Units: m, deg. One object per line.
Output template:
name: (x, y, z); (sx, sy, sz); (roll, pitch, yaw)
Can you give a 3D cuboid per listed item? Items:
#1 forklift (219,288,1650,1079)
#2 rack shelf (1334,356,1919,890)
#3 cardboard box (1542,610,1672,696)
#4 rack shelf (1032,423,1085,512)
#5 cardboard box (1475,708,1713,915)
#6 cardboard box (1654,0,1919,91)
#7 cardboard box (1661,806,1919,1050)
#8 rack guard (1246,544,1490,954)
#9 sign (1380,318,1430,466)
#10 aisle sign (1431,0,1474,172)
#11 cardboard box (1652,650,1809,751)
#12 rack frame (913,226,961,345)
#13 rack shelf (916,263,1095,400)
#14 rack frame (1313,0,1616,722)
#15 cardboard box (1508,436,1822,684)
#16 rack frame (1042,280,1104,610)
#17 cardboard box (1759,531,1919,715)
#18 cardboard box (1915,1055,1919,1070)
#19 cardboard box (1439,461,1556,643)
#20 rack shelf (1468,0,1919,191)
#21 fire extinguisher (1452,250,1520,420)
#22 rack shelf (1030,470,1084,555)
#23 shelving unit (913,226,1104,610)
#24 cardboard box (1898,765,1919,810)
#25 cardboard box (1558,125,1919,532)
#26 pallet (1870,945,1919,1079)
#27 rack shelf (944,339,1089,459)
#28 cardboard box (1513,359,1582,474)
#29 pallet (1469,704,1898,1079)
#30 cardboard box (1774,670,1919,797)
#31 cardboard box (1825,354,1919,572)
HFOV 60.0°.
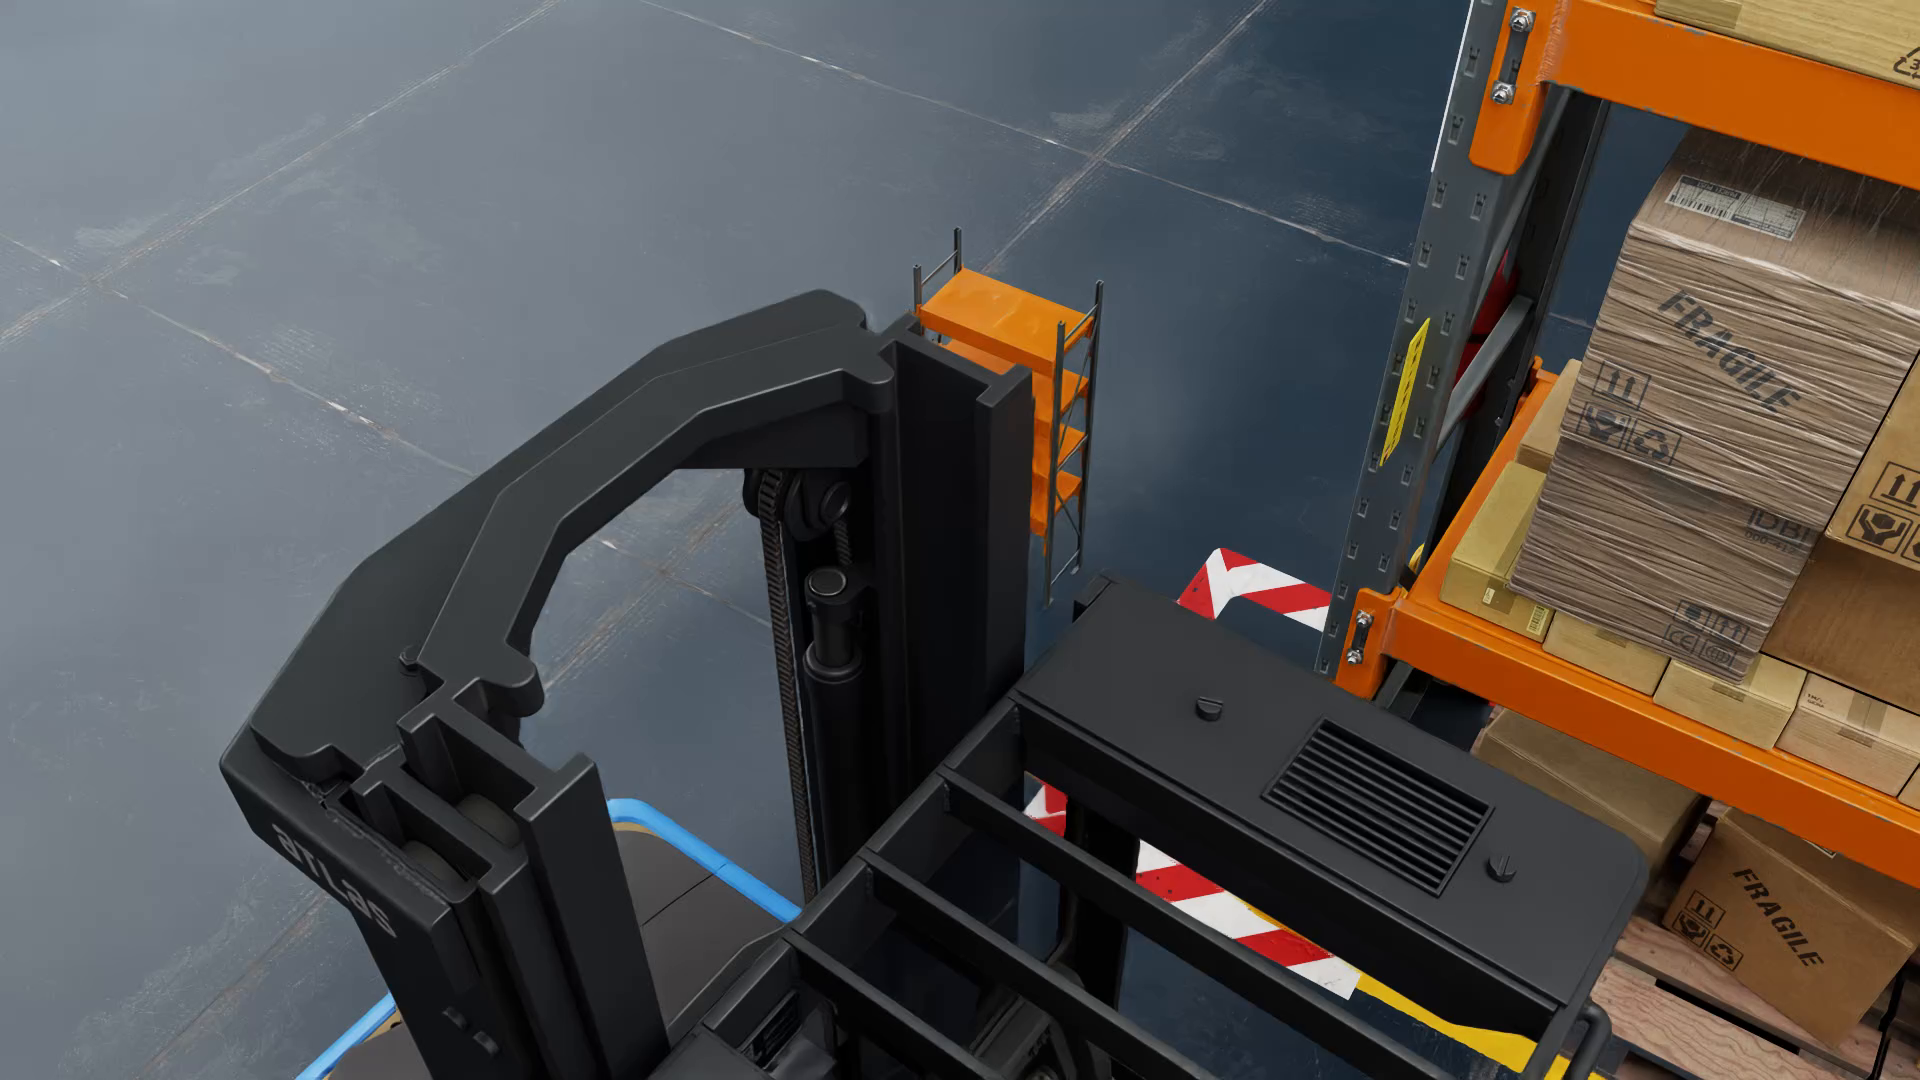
forklift: (0.121, 1.191, 2.549); (3.031, 2.935, 1.130); (28, 52, 25)
rack shelf: (2.870, 0.705, 3.475); (4.000, 0.370, 1.077); (25, 51, 22)
cardboard box: (1.498, 0.130, 3.707); (0.250, 0.149, 0.380); (25, 51, 22)
rack shelf: (0.139, -0.307, 5.306); (0.480, 0.148, 0.258); (25, 51, 22)
cardboard box: (1.703, 0.656, 4.471); (0.500, 0.500, 0.500); (34, 55, 29)
cardboard box: (1.452, -0.971, 2.615); (0.500, 0.250, 0.500); (26, 51, 23)
cardboard box: (2.225, 0.867, 4.266); (0.500, 0.500, 0.500); (-33, 54, -28)
rack guard: (1.250, 0.580, 4.838); (0.348, 0.500, 1.175); (25, 51, 22)
sign: (0.894, -0.294, 3.341); (0.005, 0.325, 0.100); (25, 51, 22)
aisle sign: (0.972, -1.069, 2.885); (0.004, 0.787, 0.394); (25, 51, 22)
cardboard box: (1.700, 0.236, 3.604); (0.250, 0.149, 0.380); (25, 51, 22)
rack frame: (-0.066, -0.449, 5.349); (0.015, 1.200, 0.240); (25, 51, 22)
rack shelf: (0.139, -0.628, 4.976); (0.480, 0.148, 0.258); (25, 51, 22)
rack frame: (1.186, -0.320, 3.970); (0.127, 3.000, 1.000); (25, 51, 22)
cardboard box: (1.635, -0.229, 3.604); (0.500, 0.500, 0.875); (25, 51, 22)
rack frame: (0.345, -0.260, 5.166); (0.015, 1.200, 0.240); (25, 51, 22)
cardboard box: (2.120, -0.108, 3.486); (0.500, 0.500, 0.875); (25, 51, 22)
cardboard box: (2.741, 1.121, 4.019); (0.500, 0.500, 0.500); (29, 53, 25)
cardboard box: (1.298, 0.022, 3.813); (0.250, 0.149, 0.380); (25, 51, 22)
rack shelf: (2.870, -0.341, 2.399); (4.000, 0.370, 1.077); (25, 51, 22)
fire extinguisher: (1.339, -0.616, 4.311); (0.183, 0.674, 0.296); (25, 51, 22)
rack shelf: (0.139, -0.169, 5.448); (0.480, 0.148, 0.258); (25, 51, 22)
shelving unit: (0.139, -0.354, 5.257); (0.503, 1.200, 0.258); (25, 51, 22)
cardboard box: (2.128, 0.421, 3.424); (0.250, 0.149, 0.380); (25, 51, 22)
cardboard box: (1.502, -0.430, 3.102); (0.500, 0.500, 0.500); (25, 51, 22)
pallet: (2.938, 1.490, 4.155); (1.213, 0.211, 1.003); (25, 51, 22)
rack shelf: (0.139, -0.463, 5.145); (0.480, 0.148, 0.258); (25, 51, 22)
cardboard box: (1.538, -0.247, 4.074); (0.250, 0.149, 0.380); (25, 51, 22)
pallet: (1.915, 1.017, 4.615); (1.213, 0.211, 1.003); (25, 51, 22)
cardboard box: (1.922, 0.320, 3.523); (0.250, 0.149, 0.380); (25, 51, 22)
cardboard box: (1.919, -0.232, 2.909); (0.500, 0.500, 0.500); (25, 51, 22)
